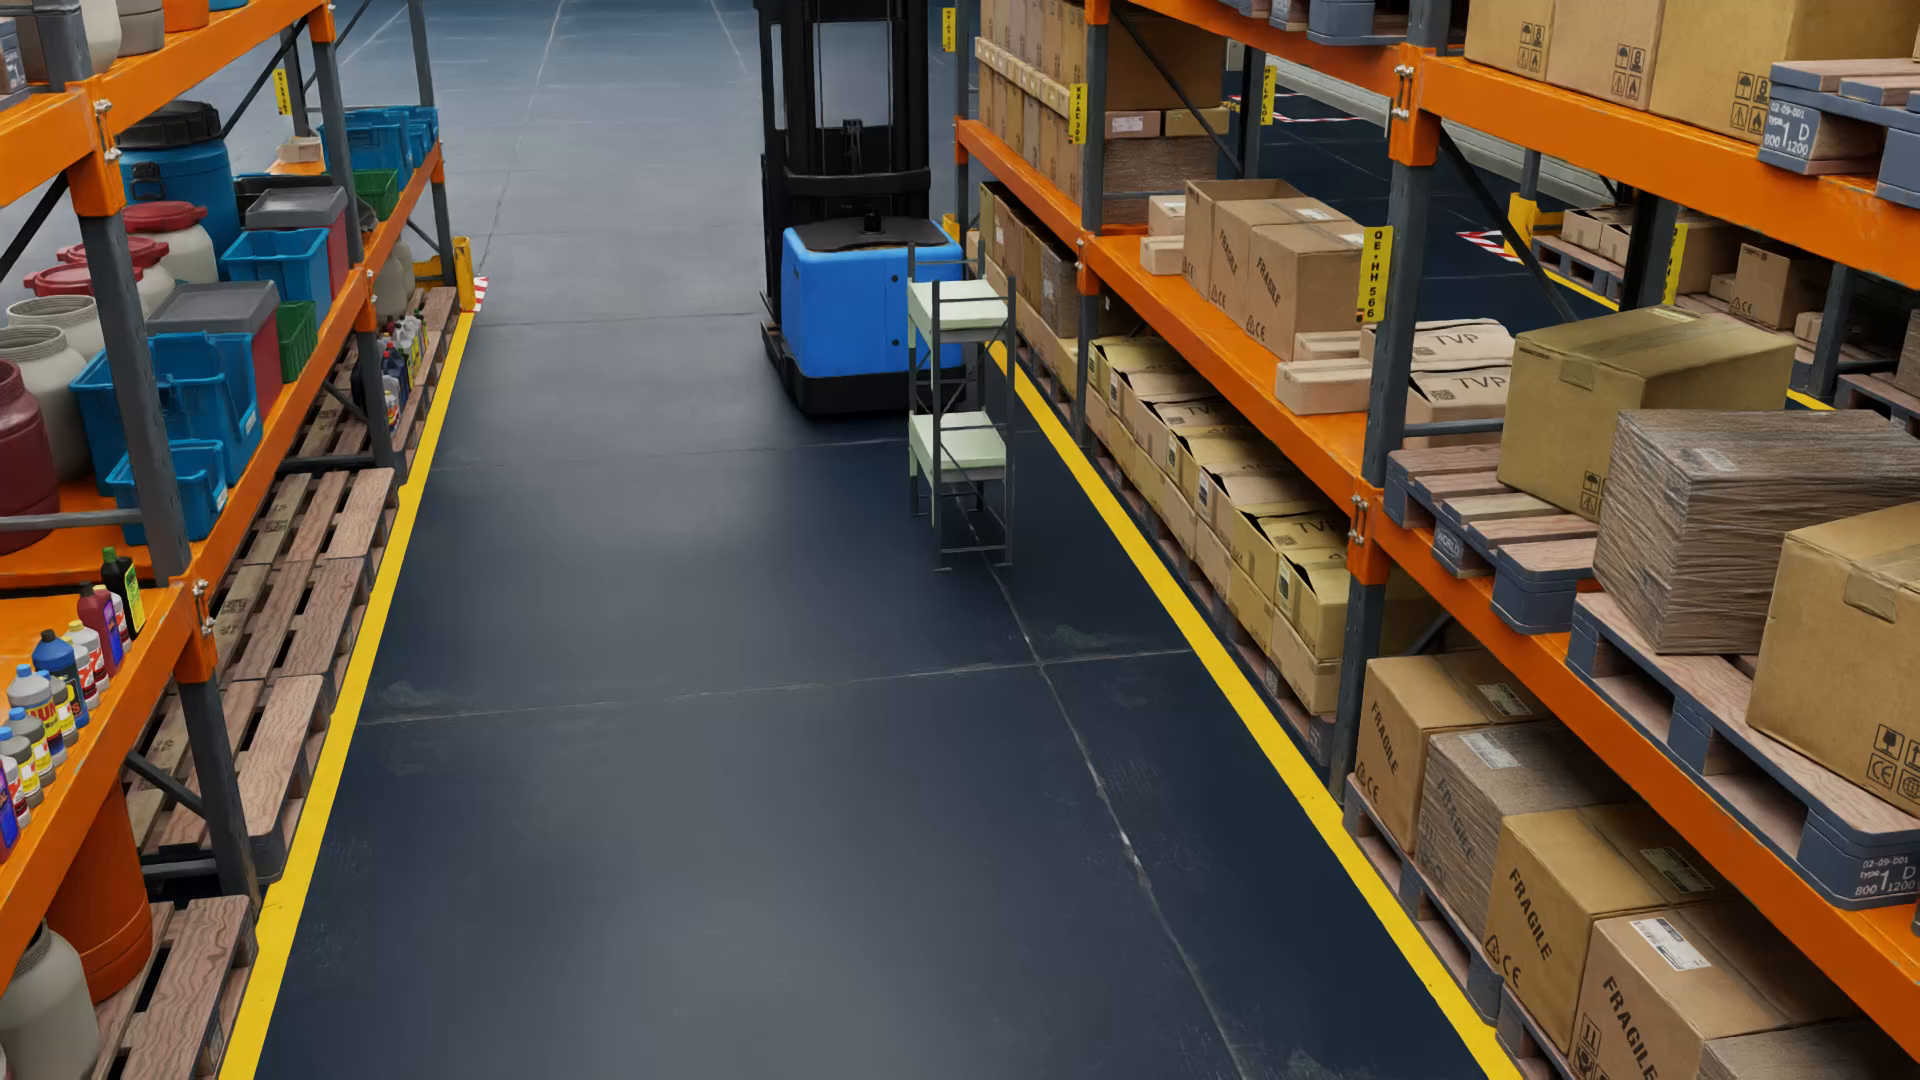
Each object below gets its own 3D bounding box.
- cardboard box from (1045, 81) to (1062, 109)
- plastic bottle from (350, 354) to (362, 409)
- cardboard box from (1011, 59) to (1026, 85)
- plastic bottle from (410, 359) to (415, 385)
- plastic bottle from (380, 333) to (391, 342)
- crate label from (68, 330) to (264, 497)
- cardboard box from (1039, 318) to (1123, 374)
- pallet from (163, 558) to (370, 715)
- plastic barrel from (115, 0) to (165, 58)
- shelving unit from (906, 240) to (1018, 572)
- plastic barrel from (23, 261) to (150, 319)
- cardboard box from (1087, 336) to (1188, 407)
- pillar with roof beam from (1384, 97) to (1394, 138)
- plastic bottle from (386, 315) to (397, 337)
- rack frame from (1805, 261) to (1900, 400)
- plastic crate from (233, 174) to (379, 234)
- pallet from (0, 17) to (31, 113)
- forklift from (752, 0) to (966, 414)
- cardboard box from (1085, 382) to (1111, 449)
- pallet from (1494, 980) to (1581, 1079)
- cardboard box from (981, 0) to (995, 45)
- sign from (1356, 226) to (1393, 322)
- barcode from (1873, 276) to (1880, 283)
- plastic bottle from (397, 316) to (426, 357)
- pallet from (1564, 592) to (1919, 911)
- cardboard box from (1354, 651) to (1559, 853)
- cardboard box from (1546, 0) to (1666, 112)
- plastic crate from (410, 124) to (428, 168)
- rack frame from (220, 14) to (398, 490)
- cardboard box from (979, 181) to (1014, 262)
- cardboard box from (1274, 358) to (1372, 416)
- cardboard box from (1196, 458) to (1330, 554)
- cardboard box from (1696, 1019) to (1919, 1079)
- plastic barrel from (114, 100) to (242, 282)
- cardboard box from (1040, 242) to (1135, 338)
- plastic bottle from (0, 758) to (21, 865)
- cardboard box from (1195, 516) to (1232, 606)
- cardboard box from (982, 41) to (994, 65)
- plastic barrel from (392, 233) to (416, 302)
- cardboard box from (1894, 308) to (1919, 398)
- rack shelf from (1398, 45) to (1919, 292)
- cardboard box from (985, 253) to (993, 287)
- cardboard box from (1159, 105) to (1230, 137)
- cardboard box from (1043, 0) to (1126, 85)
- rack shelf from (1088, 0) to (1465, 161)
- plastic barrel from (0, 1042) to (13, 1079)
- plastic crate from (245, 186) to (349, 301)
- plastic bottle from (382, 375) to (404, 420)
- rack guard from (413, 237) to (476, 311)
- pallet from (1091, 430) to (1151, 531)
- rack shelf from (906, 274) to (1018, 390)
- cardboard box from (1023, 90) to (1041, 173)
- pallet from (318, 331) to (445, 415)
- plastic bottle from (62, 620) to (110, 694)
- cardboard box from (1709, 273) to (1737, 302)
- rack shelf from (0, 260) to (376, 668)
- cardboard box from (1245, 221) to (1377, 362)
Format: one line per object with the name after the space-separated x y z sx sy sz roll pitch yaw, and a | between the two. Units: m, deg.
0.754 -2.813 10.509 0.380 0.149 0.250 -4 24 -10 | cardboard box
-3.551 -0.939 9.912 0.144 0.351 0.185 -4 24 -10 | plastic bottle
0.563 -3.219 11.436 0.380 0.149 0.250 -5 24 -10 | cardboard box
-3.473 -1.068 10.395 0.097 0.201 0.097 0 24 0 | plastic bottle
-3.711 -1.244 10.797 0.097 0.201 0.097 0 24 0 | plastic bottle
-2.846 -0.467 6.028 0.502 0.435 0.616 -4 24 -10 | crate label
0.818 -1.275 10.832 0.500 0.250 0.500 -4 24 -10 | cardboard box
-3.255 0.451 7.453 1.003 0.211 1.213 -4 24 -10 | pallet
-2.866 -1.984 5.170 0.600 0.901 0.600 0 24 0 | plastic barrel
-0.001 -0.690 8.456 0.431 1.500 0.755 -4 24 -10 | shelving unit
-3.490 -0.825 6.721 0.433 0.535 0.433 0 24 0 | plastic barrel
1.033 -0.987 9.473 0.500 0.311 0.500 -4 24 -10 | cardboard box
0.968 -8.500 16.968 9.100 9.000 0.400 -4 24 -10 | pillar with roof beam
-3.722 -1.345 10.925 0.061 0.283 0.133 -4 24 -10 | plastic bottle
6.069 -2.347 10.376 1.000 3.000 0.127 -4 24 -10 | rack frame
-3.639 -1.801 9.203 0.767 0.338 0.504 -4 24 -10 | plastic crate
-2.883 -1.020 3.827 1.003 0.211 1.213 -4 24 -10 | pallet
-0.806 -2.688 11.243 1.130 2.935 3.031 -5 24 -12 | forklift
1.032 -0.734 9.594 0.500 0.250 0.500 -5 24 -11 | cardboard box
2.264 1.648 4.714 1.003 0.211 1.213 -4 24 -10 | pallet
0.545 -3.987 12.386 0.700 0.500 0.500 -4 24 -10 | cardboard box
1.396 -0.894 5.602 0.100 0.325 0.005 -4 24 -10 | sign
6.205 -1.780 11.251 0.001 0.075 0.075 -4 24 -10 | barcode
-3.617 -1.349 10.945 0.152 0.276 0.135 -4 24 -9 | plastic bottle
2.305 0.447 4.218 1.003 0.211 1.213 -4 24 -10 | pallet
1.744 0.739 5.885 0.500 0.500 0.500 -3 24 -7 | cardboard box
2.149 -1.456 4.464 0.910 0.500 0.500 -4 24 -10 | cardboard box
-3.906 -2.688 11.343 0.499 0.251 0.408 -4 24 -10 | plastic crate
-3.668 -1.614 8.697 1.000 3.000 0.127 -4 24 -10 | rack frame
0.436 -2.404 12.481 0.500 0.500 0.500 -4 24 -10 | cardboard box
1.503 -0.624 6.744 0.380 0.149 0.250 -4 24 -10 | cardboard box
1.409 -0.185 7.637 0.500 0.311 0.500 -4 24 -10 | cardboard box
2.132 1.547 4.035 0.500 0.500 0.500 -4 24 -9 | cardboard box
-3.894 -1.669 8.197 0.600 0.901 0.708 -4 24 -10 | plastic barrel
0.820 -1.619 10.682 0.500 0.500 0.500 -4 24 -10 | cardboard box
-2.222 0.590 3.797 0.061 0.283 0.133 -4 24 -10 | plastic bottle
1.415 0.073 7.746 0.500 0.250 0.500 -4 24 -9 | cardboard box
0.374 -3.621 12.358 0.380 0.149 0.250 -5 24 -11 | cardboard box
-4.210 -1.986 12.134 0.421 0.512 0.421 0 24 0 | plastic barrel
6.221 -1.115 10.128 0.700 0.500 0.500 -3 24 -8 | cardboard box
2.311 -0.664 3.673 1.077 0.370 4.000 -4 24 -10 | rack shelf
0.438 -2.061 12.631 0.500 0.250 0.500 -4 24 -10 | cardboard box
1.342 -2.442 9.658 0.380 0.149 0.250 -4 24 -10 | cardboard box
0.926 -3.189 10.558 0.700 0.500 0.500 -4 24 -10 | cardboard box
1.571 -2.237 7.275 1.077 0.370 4.000 -4 24 -10 | rack shelf
-2.612 1.508 4.038 0.600 0.588 0.708 -4 24 -10 | plastic barrel
-3.277 -1.475 8.300 0.402 0.464 0.583 -4 24 -10 | plastic crate
-3.382 -0.850 9.802 0.152 0.276 0.135 -3 24 -8 | plastic bottle
-4.347 -2.015 12.739 1.175 0.500 0.348 -4 24 -10 | rack guard
1.376 -0.414 9.434 1.003 0.211 1.213 -4 24 -10 | pallet
-0.001 -1.048 8.300 0.431 0.370 0.720 -4 24 -10 | rack shelf
0.824 -2.805 11.299 0.700 0.500 0.500 -4 24 -8 | cardboard box
-3.980 -1.084 10.968 1.003 0.211 1.213 -4 24 -10 | pallet
-2.388 0.316 4.528 0.097 0.201 0.097 0 24 0 | plastic bottle
5.793 -1.873 12.302 0.380 0.149 0.250 -6 24 -14 | cardboard box
-3.298 -0.497 7.040 1.077 0.370 4.000 -4 24 -10 | rack shelf
1.614 -1.110 7.419 0.500 0.500 0.500 -6 24 -13 | cardboard box
